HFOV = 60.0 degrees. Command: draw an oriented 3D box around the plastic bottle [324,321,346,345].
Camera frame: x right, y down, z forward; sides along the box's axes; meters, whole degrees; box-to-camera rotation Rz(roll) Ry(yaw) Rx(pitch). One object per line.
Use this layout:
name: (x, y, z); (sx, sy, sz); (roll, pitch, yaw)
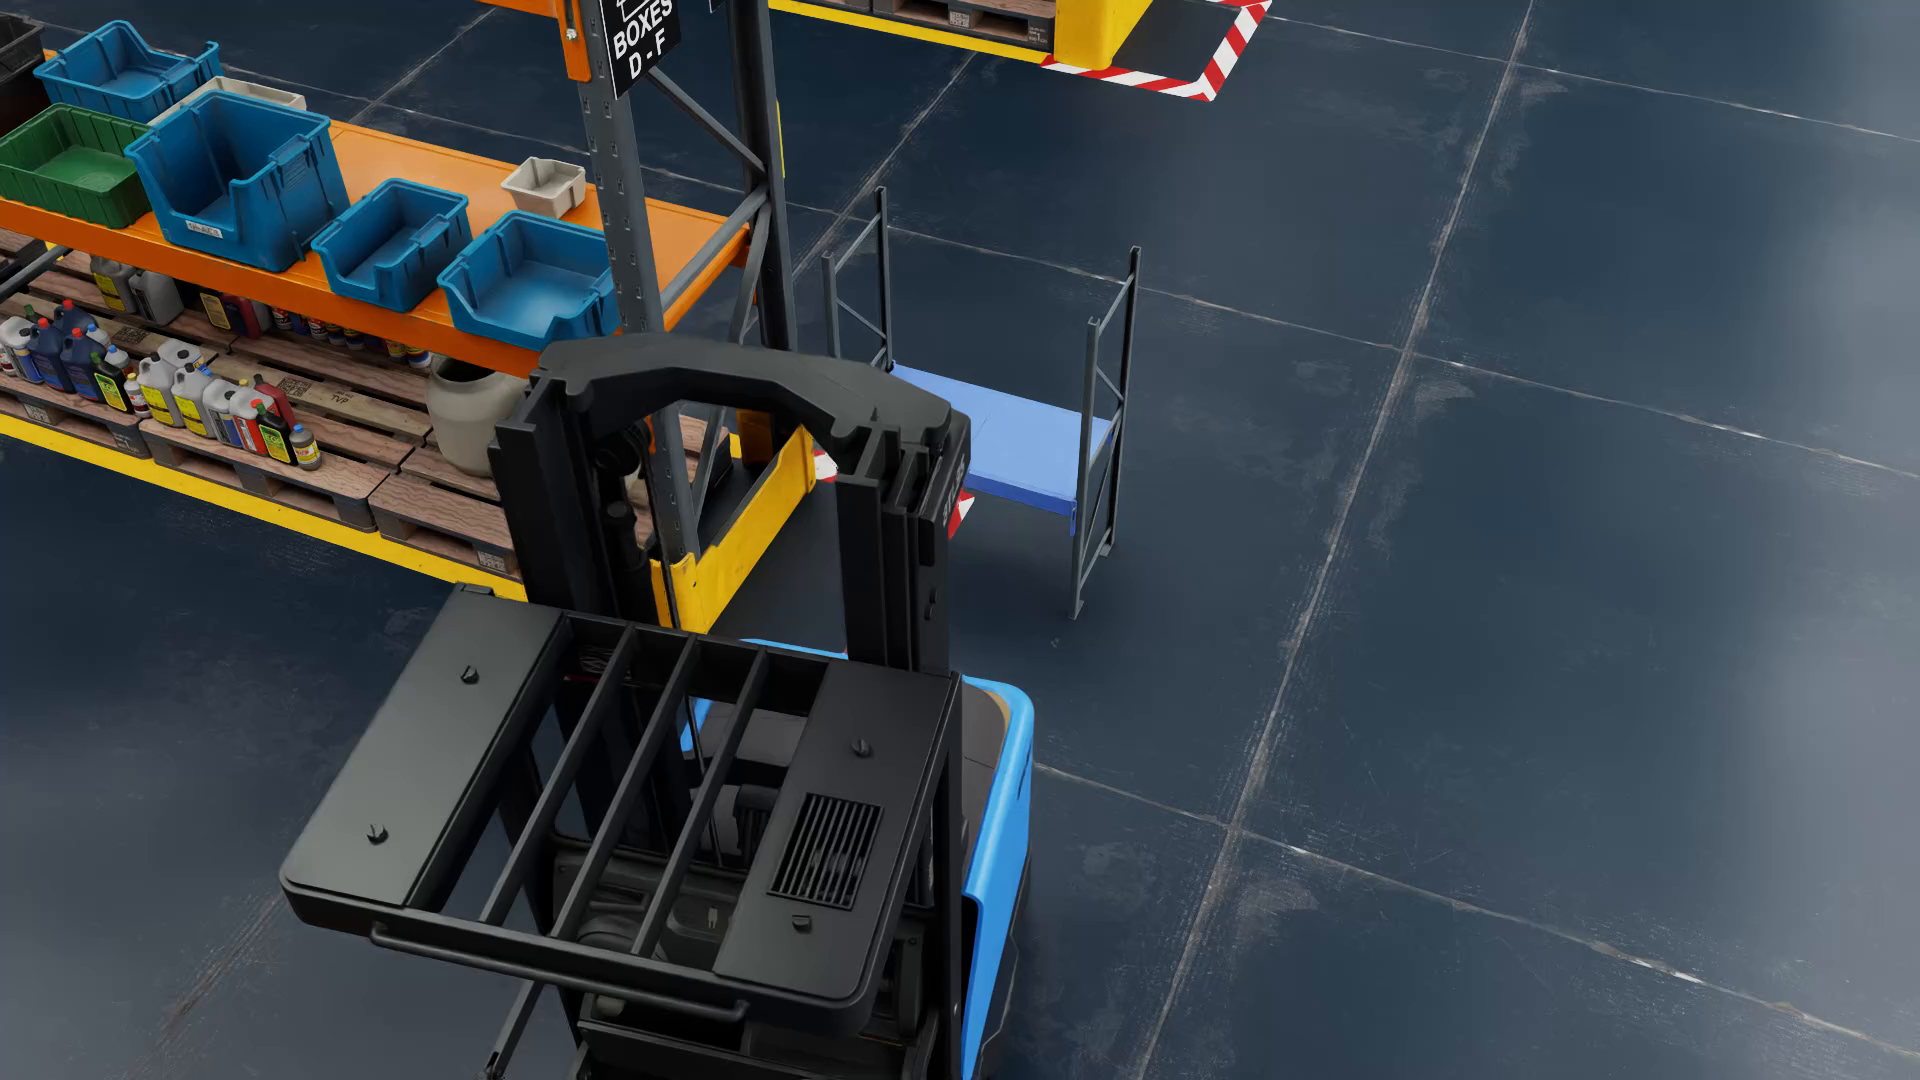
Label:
plastic bottle: (-2.873, -1.029, 7.619); (0.097, 0.271, 0.097); (0, 45, 0)

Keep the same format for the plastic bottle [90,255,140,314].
plastic bottle: (-3.953, -1.247, 7.781); (0.185, 0.351, 0.144); (16, 47, 16)

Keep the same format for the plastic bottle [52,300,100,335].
plastic bottle: (-3.962, -0.932, 7.466); (0.185, 0.351, 0.144); (16, 47, 16)

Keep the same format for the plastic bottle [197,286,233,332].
plastic bottle: (-3.438, -1.103, 7.685); (0.133, 0.283, 0.061); (16, 47, 16)

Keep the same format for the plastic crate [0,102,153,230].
plastic crate: (-3.459, -1.483, 6.603); (0.662, 0.188, 0.450); (16, 47, 16)

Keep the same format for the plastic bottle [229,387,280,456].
plastic bottle: (-2.997, -0.515, 7.099); (0.135, 0.276, 0.152); (17, 47, 16)

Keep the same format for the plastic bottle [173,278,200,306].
plastic bottle: (-3.721, -1.289, 7.823); (0.185, 0.351, 0.144); (14, 47, 14)

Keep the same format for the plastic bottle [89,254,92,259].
plastic bottle: (-4.148, -1.379, 8.021); (0.097, 0.201, 0.097); (0, 45, 0)

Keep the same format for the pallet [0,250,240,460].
pallet: (-3.999, -0.913, 7.857); (1.213, 0.211, 1.003); (16, 47, 16)

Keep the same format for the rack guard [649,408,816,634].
rack guard: (-1.000, -0.129, 6.864); (0.348, 0.500, 1.175); (16, 47, 16)

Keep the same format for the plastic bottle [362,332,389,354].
plastic bottle: (-2.667, -0.986, 7.568); (0.133, 0.283, 0.061); (17, 47, 16)

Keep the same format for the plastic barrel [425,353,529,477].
plastic barrel: (-2.011, -0.557, 6.988); (0.421, 0.512, 0.421); (0, 45, 0)

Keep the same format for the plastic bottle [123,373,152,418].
plastic bottle: (-3.591, -0.642, 7.280); (0.097, 0.201, 0.097); (0, 45, 0)

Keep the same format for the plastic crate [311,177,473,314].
plastic crate: (-2.086, -1.093, 6.166); (0.408, 0.251, 0.499); (16, 47, 16)

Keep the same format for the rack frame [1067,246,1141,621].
rack frame: (0.548, -0.370, 6.398); (0.032, 1.500, 0.500); (16, 47, 16)

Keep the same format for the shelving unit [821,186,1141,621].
shelving unit: (0.079, -0.509, 6.537); (1.048, 1.500, 0.538); (16, 47, 16)

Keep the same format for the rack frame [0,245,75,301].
rack frame: (-4.603, -2.111, 7.084); (0.127, 3.000, 1.000); (16, 47, 16)

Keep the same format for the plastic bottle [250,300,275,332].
plastic bottle: (-3.274, -1.128, 7.715); (0.135, 0.276, 0.152); (17, 47, 17)

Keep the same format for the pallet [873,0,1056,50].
pallet: (0.189, -3.525, 10.482); (1.213, 0.211, 1.003); (16, 47, 16)

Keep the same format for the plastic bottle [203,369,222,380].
plastic bottle: (-3.273, -0.659, 7.297); (0.097, 0.201, 0.097); (0, 45, 0)

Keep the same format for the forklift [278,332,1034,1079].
forklift: (-0.593, 1.111, 3.894); (1.130, 2.935, 3.031); (9, 46, 9)

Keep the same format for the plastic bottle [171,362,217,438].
plastic bottle: (-3.280, -0.621, 7.153); (0.185, 0.351, 0.144); (18, 48, 17)

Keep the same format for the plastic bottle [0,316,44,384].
plastic bottle: (-4.169, -0.860, 7.445); (0.135, 0.276, 0.152); (18, 48, 17)

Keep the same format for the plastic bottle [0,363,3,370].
plastic bottle: (-4.384, -0.875, 7.514); (0.097, 0.201, 0.097); (0, 45, 0)

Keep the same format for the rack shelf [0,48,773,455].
rack shelf: (-2.757, -1.313, 6.792); (4.000, 0.370, 1.077); (16, 47, 16)

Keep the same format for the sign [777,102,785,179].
sign: (-0.695, -1.480, 6.253); (0.005, 0.325, 0.100); (16, 47, 16)

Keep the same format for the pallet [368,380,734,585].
pallet: (-1.747, -0.250, 7.191); (1.213, 0.211, 1.003); (16, 47, 16)

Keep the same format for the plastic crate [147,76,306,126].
plastic crate: (-3.007, -1.741, 6.899); (0.437, 0.136, 0.530); (16, 47, 16)

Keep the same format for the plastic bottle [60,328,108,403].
plastic bottle: (-3.844, -0.787, 7.320); (0.185, 0.351, 0.144); (15, 47, 14)

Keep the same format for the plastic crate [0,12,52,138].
plastic crate: (-4.169, -1.864, 6.880); (0.504, 0.338, 0.767); (16, 47, 16)

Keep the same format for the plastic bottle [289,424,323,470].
plastic bottle: (-2.775, -0.402, 7.038); (0.097, 0.201, 0.097); (0, 45, 0)

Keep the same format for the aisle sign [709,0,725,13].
aisle sign: (-0.732, -2.117, 5.247); (0.004, 0.787, 0.394); (16, 47, 16)

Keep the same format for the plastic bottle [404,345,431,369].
plastic bottle: (-2.465, -0.909, 7.498); (0.097, 0.271, 0.097); (0, 45, 0)

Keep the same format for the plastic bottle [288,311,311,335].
plastic bottle: (-3.060, -1.084, 7.674); (0.097, 0.271, 0.097); (0, 45, 0)

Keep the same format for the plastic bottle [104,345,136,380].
plastic bottle: (-3.693, -0.744, 7.332); (0.097, 0.271, 0.097); (0, 45, 0)
